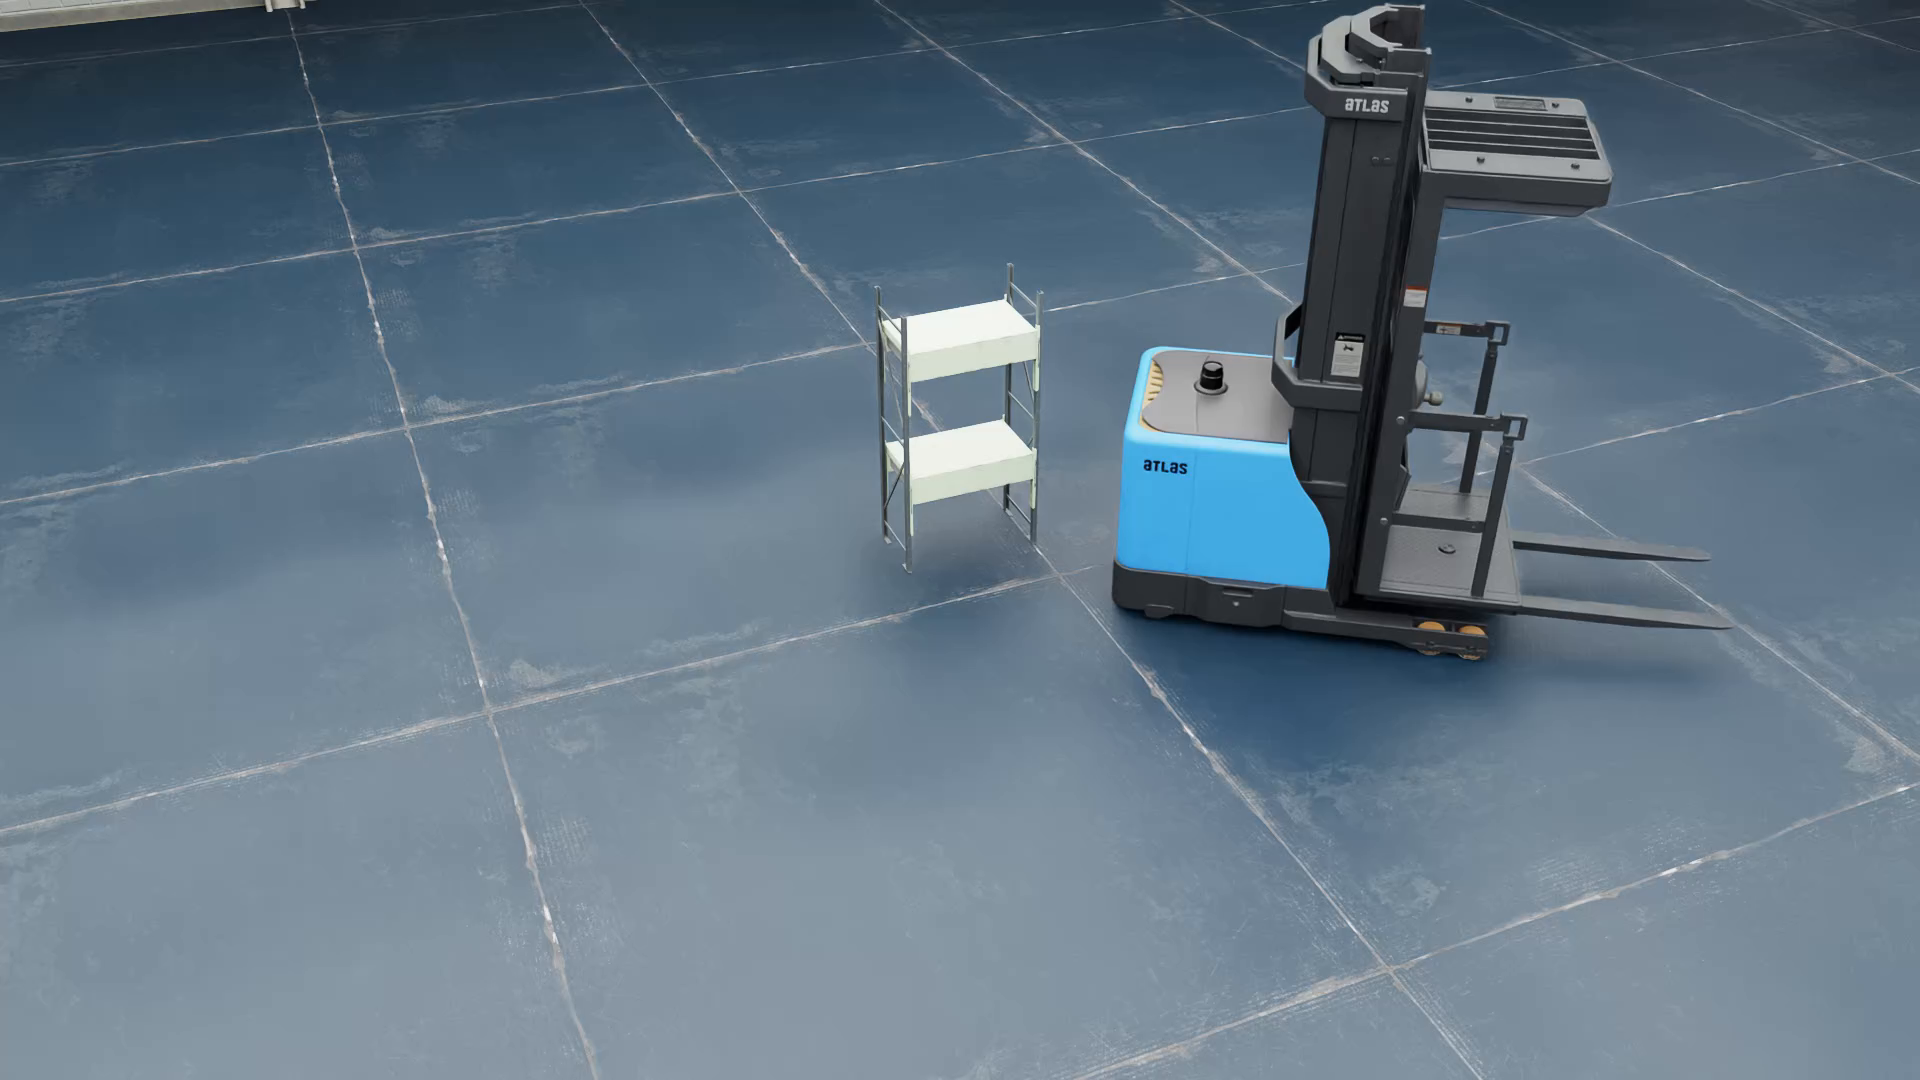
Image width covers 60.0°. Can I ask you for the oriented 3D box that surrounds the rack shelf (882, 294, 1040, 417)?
[{"bbox_3d":[-0.006,-0.954,8.544,0.720,0.370,0.431,-13,35,-19],"label":"rack shelf"}]

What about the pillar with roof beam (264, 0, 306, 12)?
[{"bbox_3d":[-5.674,-7.416,12.314,0.400,9.000,9.100,-13,35,-19],"label":"pillar with roof beam"}]

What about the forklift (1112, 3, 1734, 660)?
[{"bbox_3d":[2.351,-0.951,7.943,3.031,2.935,1.130,6,34,9],"label":"forklift"}]

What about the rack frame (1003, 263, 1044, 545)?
[{"bbox_3d":[0.331,-0.704,8.876,0.023,1.500,0.400,-13,35,-19],"label":"rack frame"}]

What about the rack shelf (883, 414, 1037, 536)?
[{"bbox_3d":[-0.006,-0.354,8.935,0.720,0.370,0.431,-13,35,-19],"label":"rack shelf"}]

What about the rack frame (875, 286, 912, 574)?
[{"bbox_3d":[-0.344,-0.550,8.638,0.023,1.500,0.400,-13,35,-19],"label":"rack frame"}]

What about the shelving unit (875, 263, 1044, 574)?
[{"bbox_3d":[-0.006,-0.627,8.757,0.755,1.500,0.431,-13,35,-19],"label":"shelving unit"}]
